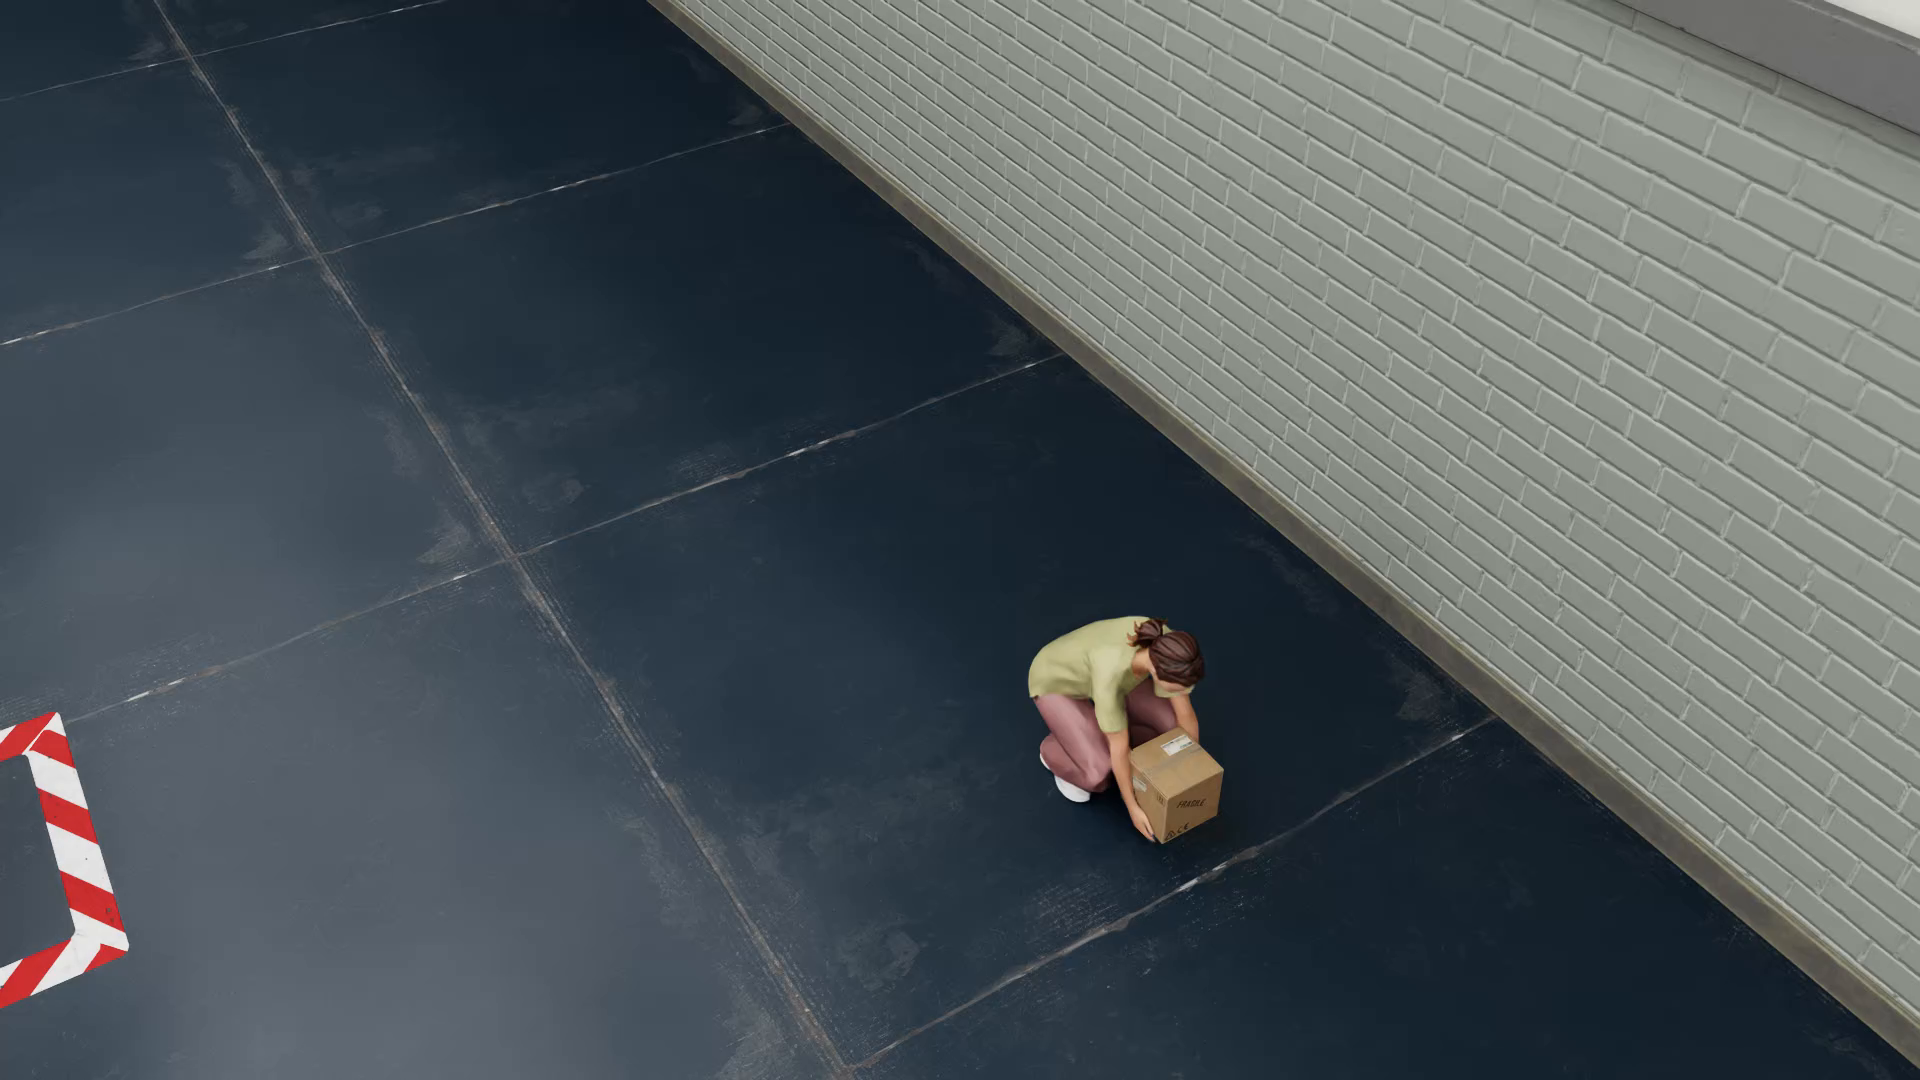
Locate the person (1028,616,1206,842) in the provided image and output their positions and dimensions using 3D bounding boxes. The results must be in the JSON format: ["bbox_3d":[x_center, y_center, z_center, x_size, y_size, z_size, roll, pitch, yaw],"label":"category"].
[{"bbox_3d":[0.588,0.592,6.040,0.472,0.947,0.796,-23,46,-25],"label":"person"}]
